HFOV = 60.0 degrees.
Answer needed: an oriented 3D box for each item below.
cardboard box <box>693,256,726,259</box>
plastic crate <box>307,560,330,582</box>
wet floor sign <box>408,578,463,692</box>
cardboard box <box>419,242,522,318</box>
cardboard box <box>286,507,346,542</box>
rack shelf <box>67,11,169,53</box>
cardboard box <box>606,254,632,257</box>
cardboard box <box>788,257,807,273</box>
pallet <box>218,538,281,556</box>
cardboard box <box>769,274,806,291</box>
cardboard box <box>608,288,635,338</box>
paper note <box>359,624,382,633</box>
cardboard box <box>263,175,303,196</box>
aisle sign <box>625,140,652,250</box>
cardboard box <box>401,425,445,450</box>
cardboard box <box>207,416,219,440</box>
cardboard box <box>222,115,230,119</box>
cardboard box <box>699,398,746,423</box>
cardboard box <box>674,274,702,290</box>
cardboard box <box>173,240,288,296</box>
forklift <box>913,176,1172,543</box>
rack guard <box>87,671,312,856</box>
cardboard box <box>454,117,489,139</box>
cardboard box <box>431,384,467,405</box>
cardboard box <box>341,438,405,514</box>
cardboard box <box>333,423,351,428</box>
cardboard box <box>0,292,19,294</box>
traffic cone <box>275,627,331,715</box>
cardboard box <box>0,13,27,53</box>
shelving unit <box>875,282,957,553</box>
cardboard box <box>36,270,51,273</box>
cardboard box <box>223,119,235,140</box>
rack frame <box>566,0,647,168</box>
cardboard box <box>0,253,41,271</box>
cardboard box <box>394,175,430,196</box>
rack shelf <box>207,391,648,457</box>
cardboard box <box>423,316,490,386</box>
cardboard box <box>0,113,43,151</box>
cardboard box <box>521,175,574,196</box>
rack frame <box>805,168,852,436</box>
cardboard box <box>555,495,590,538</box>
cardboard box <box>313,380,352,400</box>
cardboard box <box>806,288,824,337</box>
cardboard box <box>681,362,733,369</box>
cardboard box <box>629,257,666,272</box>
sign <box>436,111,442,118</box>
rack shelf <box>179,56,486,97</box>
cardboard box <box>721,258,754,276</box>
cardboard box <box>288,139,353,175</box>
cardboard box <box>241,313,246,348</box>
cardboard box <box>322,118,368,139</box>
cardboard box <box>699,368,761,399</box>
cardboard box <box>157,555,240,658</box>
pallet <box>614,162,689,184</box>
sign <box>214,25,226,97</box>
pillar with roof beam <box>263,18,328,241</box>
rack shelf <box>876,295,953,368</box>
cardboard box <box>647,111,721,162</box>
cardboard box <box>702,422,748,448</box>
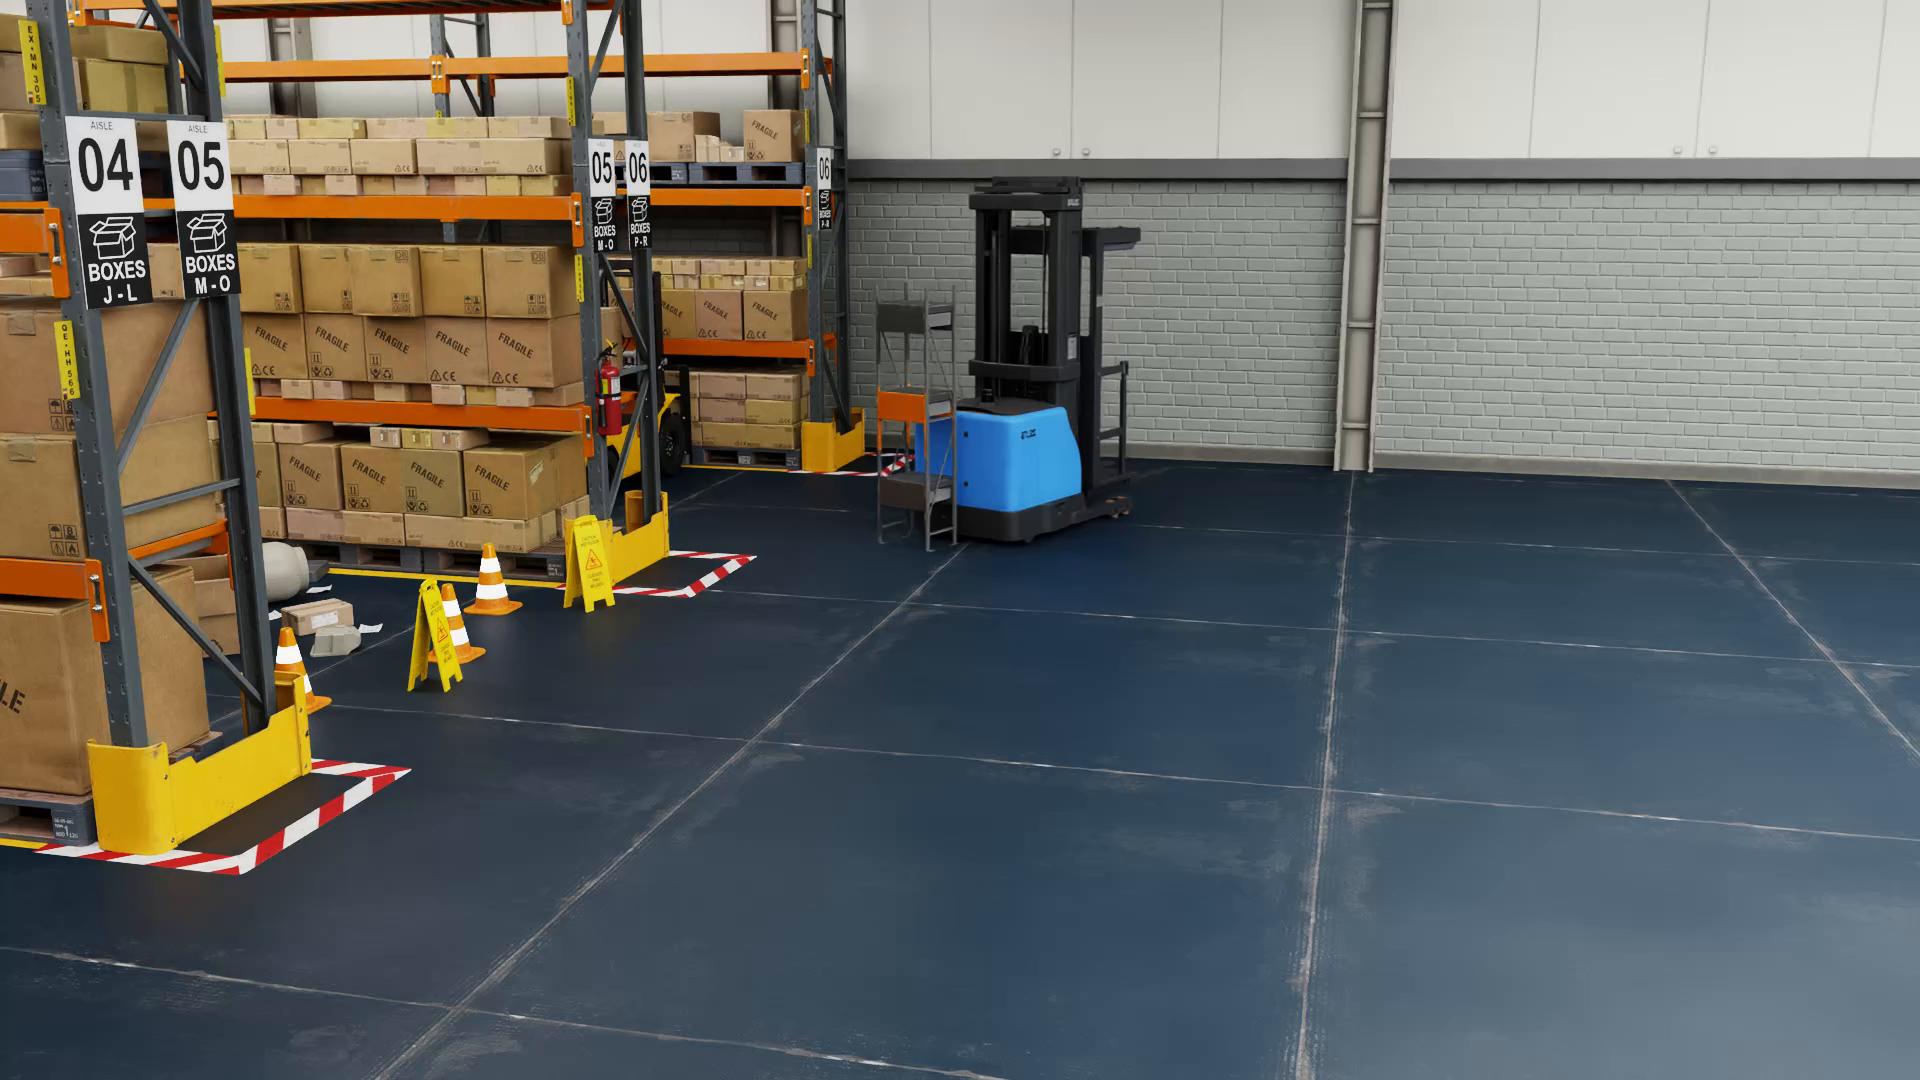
[{"bbox_3d":[-2.617,-2.908,17.501,0.250,0.149,0.380,3,13,15],"label":"cardboard box"},{"bbox_3d":[-5.080,0.236,12.484,0.583,0.080,0.402,-1,13,-6],"label":"plastic crate"},{"bbox_3d":[-3.109,0.545,9.786,0.232,0.644,0.267,1,13,4],"label":"wet floor sign"},{"bbox_3d":[-3.562,-1.926,12.263,0.500,0.500,0.700,3,13,14],"label":"cardboard box"},{"bbox_3d":[-4.863,-0.166,12.935,0.500,0.250,0.500,3,13,13],"label":"cardboard box"},{"bbox_3d":[-8.349,-3.929,13.252,4.000,0.370,1.077,3,13,14],"label":"rack shelf"},{"bbox_3d":[-3.604,-2.971,17.786,0.250,0.149,0.380,3,13,13],"label":"cardboard box"},{"bbox_3d":[-1.613,-2.852,17.250,0.250,0.149,0.380,3,13,12],"label":"cardboard box"},{"bbox_3d":[-5.747,-0.054,13.491,1.213,0.211,1.003,3,13,14],"label":"pallet"},{"bbox_3d":[-1.742,-2.604,16.817,0.250,0.149,0.380,3,13,14],"label":"cardboard box"},{"bbox_3d":[-3.369,-2.378,17.295,0.500,0.500,0.500,3,13,14],"label":"cardboard box"},{"bbox_3d":[-3.919,0.584,11.033,0.142,0.019,0.148,-1,13,-6],"label":"paper note"},{"bbox_3d":[-4.933,-2.632,12.325,0.250,0.149,0.380,3,13,12],"label":"cardboard box"},{"bbox_3d":[-2.390,-2.567,12.374,0.004,0.787,0.394,3,13,14],"label":"aisle sign"},{"bbox_3d":[-3.980,-0.786,12.502,0.250,0.149,0.380,3,13,14],"label":"cardboard box"},{"bbox_3d":[-5.792,-0.882,12.933,0.250,0.149,0.380,3,13,14],"label":"cardboard box"},{"bbox_3d":[-7.947,-4.368,18.138,0.500,0.500,0.700,3,13,12],"label":"cardboard box"},{"bbox_3d":[-2.370,-1.374,17.226,0.500,0.250,0.500,3,13,13],"label":"cardboard box"},{"bbox_3d":[-2.743,-2.656,17.054,0.250,0.149,0.380,3,13,12],"label":"cardboard box"},{"bbox_3d":[-5.542,-2.026,12.712,0.500,0.500,0.700,3,13,14],"label":"cardboard box"},{"bbox_3d":[0.872,-1.672,14.504,1.130,2.935,3.031,9,15,34],"label":"forklift"},{"bbox_3d":[-3.589,1.032,7.926,0.348,0.500,1.175,3,13,14],"label":"rack guard"},{"bbox_3d":[-3.416,-2.953,11.931,0.250,0.149,0.380,3,13,13],"label":"cardboard box"},{"bbox_3d":[-3.712,-1.102,12.355,0.250,0.149,0.380,3,13,15],"label":"cardboard box"},{"bbox_3d":[-4.360,-0.505,12.732,0.500,0.500,0.500,3,13,12],"label":"cardboard box"},{"bbox_3d":[-5.275,-0.671,13.482,0.500,0.500,0.500,3,13,15],"label":"cardboard box"},{"bbox_3d":[-5.030,-0.884,7.953,0.550,0.550,0.875,3,13,14],"label":"cardboard box"},{"bbox_3d":[-3.787,0.723,9.406,0.334,0.463,0.336,3,13,14],"label":"traffic cone"},{"bbox_3d":[-4.020,-2.120,6.978,0.250,0.149,0.380,3,13,14],"label":"cardboard box"},{"bbox_3d":[-0.347,-0.987,13.334,0.503,2.100,0.431,9,15,35],"label":"shelving unit"},{"bbox_3d":[-7.757,-1.981,13.850,0.500,0.500,0.500,3,13,13],"label":"cardboard box"},{"bbox_3d":[-5.418,-3.047,12.355,0.250,0.149,0.380,3,13,13],"label":"cardboard box"},{"bbox_3d":[-2.524,-4.164,11.727,0.127,3.000,1.000,3,13,14],"label":"rack frame"},{"bbox_3d":[-7.859,-2.292,13.755,0.250,0.149,0.380,4,13,17],"label":"cardboard box"},{"bbox_3d":[-3.920,-2.594,12.155,0.250,0.149,0.380,3,13,13],"label":"cardboard box"},{"bbox_3d":[-4.466,-0.988,12.922,4.000,0.370,1.077,3,13,14],"label":"rack shelf"},{"bbox_3d":[-3.602,-1.427,12.321,0.500,0.500,0.500,3,13,14],"label":"cardboard box"},{"bbox_3d":[-4.016,-1.731,7.064,0.250,0.149,0.380,3,13,13],"label":"cardboard box"},{"bbox_3d":[-2.937,-2.537,11.897,0.250,0.149,0.380,3,13,14],"label":"cardboard box"},{"bbox_3d":[-1.338,-2.279,17.082,0.127,3.000,1.000,3,13,14],"label":"rack frame"},{"bbox_3d":[-3.241,-0.198,13.080,0.500,0.250,0.500,3,13,13],"label":"cardboard box"},{"bbox_3d":[-4.687,-1.161,12.621,0.250,0.149,0.380,3,13,13],"label":"cardboard box"},{"bbox_3d":[-1.753,-2.412,17.451,0.500,0.500,0.500,3,13,15],"label":"cardboard box"},{"bbox_3d":[-2.729,-1.748,17.759,0.500,0.250,0.500,3,13,13],"label":"cardboard box"},{"bbox_3d":[-3.227,-2.843,17.206,0.250,0.149,0.380,3,13,14],"label":"cardboard box"},{"bbox_3d":[-5.342,-4.243,17.086,0.005,0.325,0.100,3,13,14],"label":"sign"},{"bbox_3d":[-7.164,-4.973,17.957,4.000,0.370,1.077,3,13,14],"label":"rack shelf"},{"bbox_3d":[-2.244,-2.779,16.917,0.250,0.149,0.380,3,13,15],"label":"cardboard box"},{"bbox_3d":[-4.569,-2.820,12.252,0.500,0.250,0.500,3,13,14],"label":"cardboard box"},{"bbox_3d":[-5.554,-1.534,12.807,0.500,0.500,0.500,3,13,13],"label":"cardboard box"},{"bbox_3d":[-4.420,-2.994,12.119,0.250,0.149,0.380,3,13,15],"label":"cardboard box"},{"bbox_3d":[-2.357,-1.614,17.152,0.500,0.250,0.500,3,13,15],"label":"cardboard box"},{"bbox_3d":[-4.836,0.425,10.658,0.637,0.503,0.797,-6,14,-25],"label":"cardboard box"},{"bbox_3d":[-3.207,-3.806,17.240,1.213,0.211,1.003,3,13,14],"label":"pallet"},{"bbox_3d":[-3.473,-2.235,7.758,0.005,0.325,0.100,3,13,14],"label":"sign"},{"bbox_3d":[-8.655,-4.840,14.773,0.400,9.000,9.100,3,13,14],"label":"pillar with roof beam"},{"bbox_3d":[-0.347,-1.657,13.185,0.480,0.518,0.431,9,15,35],"label":"rack shelf"},{"bbox_3d":[-2.797,-4.092,16.897,0.500,0.500,0.700,3,13,14],"label":"cardboard box"},{"bbox_3d":[-2.351,-1.128,17.270,0.500,0.250,0.500,3,13,14],"label":"cardboard box"}]
